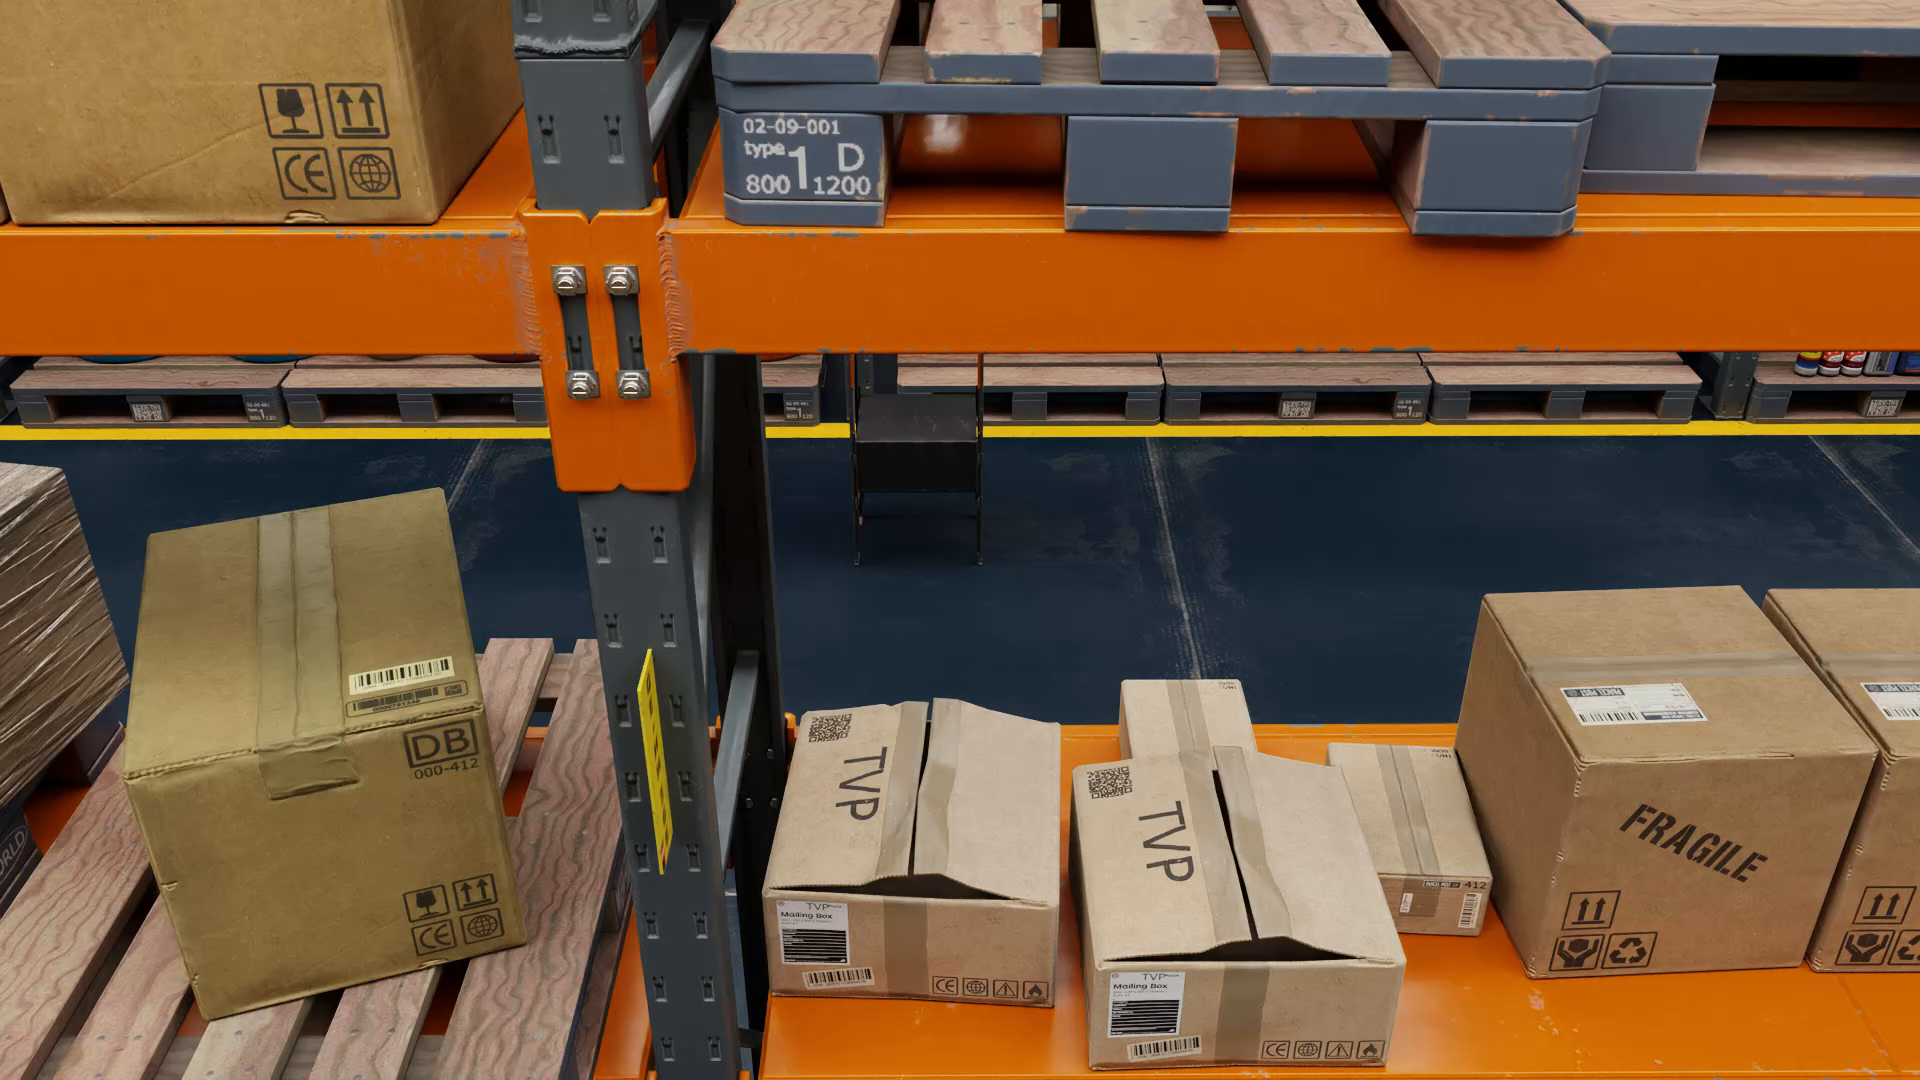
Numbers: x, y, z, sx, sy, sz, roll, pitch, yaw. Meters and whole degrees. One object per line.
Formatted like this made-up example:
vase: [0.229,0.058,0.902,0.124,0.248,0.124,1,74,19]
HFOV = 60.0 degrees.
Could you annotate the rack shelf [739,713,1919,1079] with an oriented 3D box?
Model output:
rack shelf: [1.566,0.791,3.249,4.000,0.370,1.077,0,31,0]

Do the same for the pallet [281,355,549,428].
pallet: [-2.465,-0.861,7.966,1.213,0.211,1.003,0,31,0]

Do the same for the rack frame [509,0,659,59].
rack frame: [-0.434,-2.075,1.495,0.127,3.000,1.000,0,31,0]

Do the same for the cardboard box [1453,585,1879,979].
cardboard box: [1.244,0.433,3.048,0.500,0.500,0.500,-2,31,-3]

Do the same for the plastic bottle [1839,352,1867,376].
plastic bottle: [4.064,-0.858,7.547,0.097,0.201,0.097,0,31,0]

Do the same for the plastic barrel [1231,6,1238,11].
plastic barrel: [1.415,-2.258,7.448,0.433,0.535,0.433,0,31,0]

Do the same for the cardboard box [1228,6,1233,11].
cardboard box: [1.859,-3.797,12.101,0.500,0.500,0.700,-3,31,-5]

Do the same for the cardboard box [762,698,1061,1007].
cardboard box: [-0.070,0.549,3.039,0.500,0.311,0.500,2,31,3]

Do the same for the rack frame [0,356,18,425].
rack frame: [-4.460,-2.067,7.266,0.127,3.000,1.000,0,31,0]

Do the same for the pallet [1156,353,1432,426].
pallet: [1.532,-0.872,7.984,1.213,0.211,1.003,0,31,0]

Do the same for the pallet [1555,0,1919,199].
pallet: [1.362,-0.766,2.411,1.213,0.211,1.003,1,31,2]

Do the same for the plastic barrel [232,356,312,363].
plastic barrel: [-3.208,-1.345,7.693,0.708,0.901,0.600,0,31,0]

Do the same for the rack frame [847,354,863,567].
rack frame: [-0.410,-0.896,6.203,0.015,2.100,0.400,0,31,0]

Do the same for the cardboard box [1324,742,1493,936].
cardboard box: [0.841,0.564,3.171,0.250,0.149,0.380,2,31,3]

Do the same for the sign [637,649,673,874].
sign: [-0.421,0.310,2.308,0.005,0.325,0.100,0,31,0]

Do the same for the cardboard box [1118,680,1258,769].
cardboard box: [0.464,0.451,3.358,0.250,0.149,0.380,0,31,0]

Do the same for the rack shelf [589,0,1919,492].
rack shelf: [1.566,-0.492,2.470,4.000,0.370,1.077,0,31,0]

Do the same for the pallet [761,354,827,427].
pallet: [-1.248,-0.864,7.970,1.213,0.211,1.003,0,31,0]

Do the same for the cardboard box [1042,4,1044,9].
cardboard box: [0.734,-3.789,12.089,0.500,0.500,0.700,-3,31,-4]

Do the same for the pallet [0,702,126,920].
pallet: [-2.379,0.580,3.087,1.213,0.211,1.003,0,31,0]

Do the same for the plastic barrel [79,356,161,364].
plastic barrel: [-3.916,-1.343,7.689,0.708,0.901,0.600,0,31,0]

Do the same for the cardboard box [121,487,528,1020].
cardboard box: [-1.063,0.328,2.817,0.500,0.500,0.700,-11,33,-17]

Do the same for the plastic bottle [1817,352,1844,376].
plastic bottle: [3.963,-0.858,7.546,0.097,0.201,0.097,0,31,0]

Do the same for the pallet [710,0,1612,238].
pallet: [0.244,-0.761,2.402,1.003,0.211,1.213,1,31,2]

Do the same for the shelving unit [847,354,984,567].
shelving unit: [-0.166,-0.897,6.204,0.503,2.100,0.431,0,31,0]

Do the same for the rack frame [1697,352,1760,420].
rack frame: [3.540,-2.092,7.307,0.127,3.000,1.000,0,31,0]

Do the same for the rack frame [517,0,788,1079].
rack frame: [-0.434,0.489,3.052,0.127,3.000,1.000,0,31,0]

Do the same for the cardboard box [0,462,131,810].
cardboard box: [-1.979,0.231,2.976,0.500,0.500,0.700,6,32,9]

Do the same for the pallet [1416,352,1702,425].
pallet: [2.755,-0.878,7.993,1.213,0.211,1.003,0,31,0]

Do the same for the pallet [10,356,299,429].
pallet: [-3.688,-0.856,7.957,1.213,0.211,1.003,0,31,0]

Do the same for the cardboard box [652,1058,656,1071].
cardboard box: [-0.891,1.223,3.828,0.500,0.500,0.500,1,31,2]

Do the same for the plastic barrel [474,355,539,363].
plastic barrel: [-2.079,-1.215,7.780,0.708,0.588,0.600,0,31,0]

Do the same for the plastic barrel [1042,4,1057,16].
plastic barrel: [0.567,-2.242,7.445,0.421,0.512,0.421,0,31,0]

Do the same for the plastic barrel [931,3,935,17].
plastic barrel: [0.002,-2.297,7.513,0.708,0.536,0.600,0,31,0]

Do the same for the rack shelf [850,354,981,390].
rack shelf: [-0.166,-0.886,6.212,0.480,0.518,0.431,0,31,0]

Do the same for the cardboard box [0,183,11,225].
cardboard box: [-1.380,-0.815,2.214,0.500,0.500,0.910,0,31,0]

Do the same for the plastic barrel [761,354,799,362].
plastic barrel: [-0.949,-1.321,7.723,0.708,0.830,0.600,0,31,0]

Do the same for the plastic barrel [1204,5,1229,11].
plastic barrel: [0.988,-2.243,7.447,0.421,0.512,0.421,0,31,0]

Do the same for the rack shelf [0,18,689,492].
rack shelf: [-2.434,-0.479,2.450,4.000,0.370,1.077,0,31,0]

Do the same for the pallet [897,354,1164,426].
pallet: [0.315,-0.870,7.981,1.213,0.211,1.003,0,31,0]

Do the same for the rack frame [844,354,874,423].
rack frame: [-0.460,-2.080,7.286,0.127,3.000,1.000,0,31,0]

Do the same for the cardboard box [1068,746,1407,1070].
cardboard box: [0.461,0.625,2.914,0.500,0.311,0.500,-1,31,-1]

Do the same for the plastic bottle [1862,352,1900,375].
plastic bottle: [4.184,-0.905,7.551,0.135,0.276,0.152,1,31,2]

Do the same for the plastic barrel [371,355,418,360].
plastic barrel: [-2.643,-1.134,7.721,0.421,0.512,0.421,0,31,0]

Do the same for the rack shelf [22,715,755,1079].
rack shelf: [-2.434,0.803,3.228,4.000,0.370,1.077,0,31,0]

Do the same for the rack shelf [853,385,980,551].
rack shelf: [-0.166,-0.287,6.575,0.480,0.518,0.431,0,31,0]

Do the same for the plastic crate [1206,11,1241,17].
plastic crate: [1.158,-1.954,7.017,0.583,0.464,0.402,0,31,0]

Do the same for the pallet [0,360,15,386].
pallet: [-5.195,-0.853,7.952,1.213,0.211,1.003,0,31,0]

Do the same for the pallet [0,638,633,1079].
pallet: [-1.111,0.610,3.038,1.003,0.211,1.213,0,31,0]

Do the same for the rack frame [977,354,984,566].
rack frame: [0.078,-0.898,6.206,0.015,2.100,0.400,0,31,0]

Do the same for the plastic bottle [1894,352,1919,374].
plastic bottle: [4.349,-0.935,7.529,0.185,0.351,0.144,1,31,1]

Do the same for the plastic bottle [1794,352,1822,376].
plastic bottle: [3.861,-0.888,7.527,0.097,0.271,0.097,0,31,0]

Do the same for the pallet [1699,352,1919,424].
pallet: [4.212,-0.881,7.998,1.213,0.211,1.003,0,31,0]

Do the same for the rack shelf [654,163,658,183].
rack shelf: [-2.460,-1.766,7.463,4.000,0.370,1.077,0,31,0]

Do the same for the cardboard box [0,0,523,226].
cardboard box: [-0.870,-0.817,2.217,0.500,0.500,0.910,0,31,0]

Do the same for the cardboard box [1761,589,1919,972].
cardboard box: [1.770,0.431,3.051,0.500,0.500,0.500,0,31,0]
